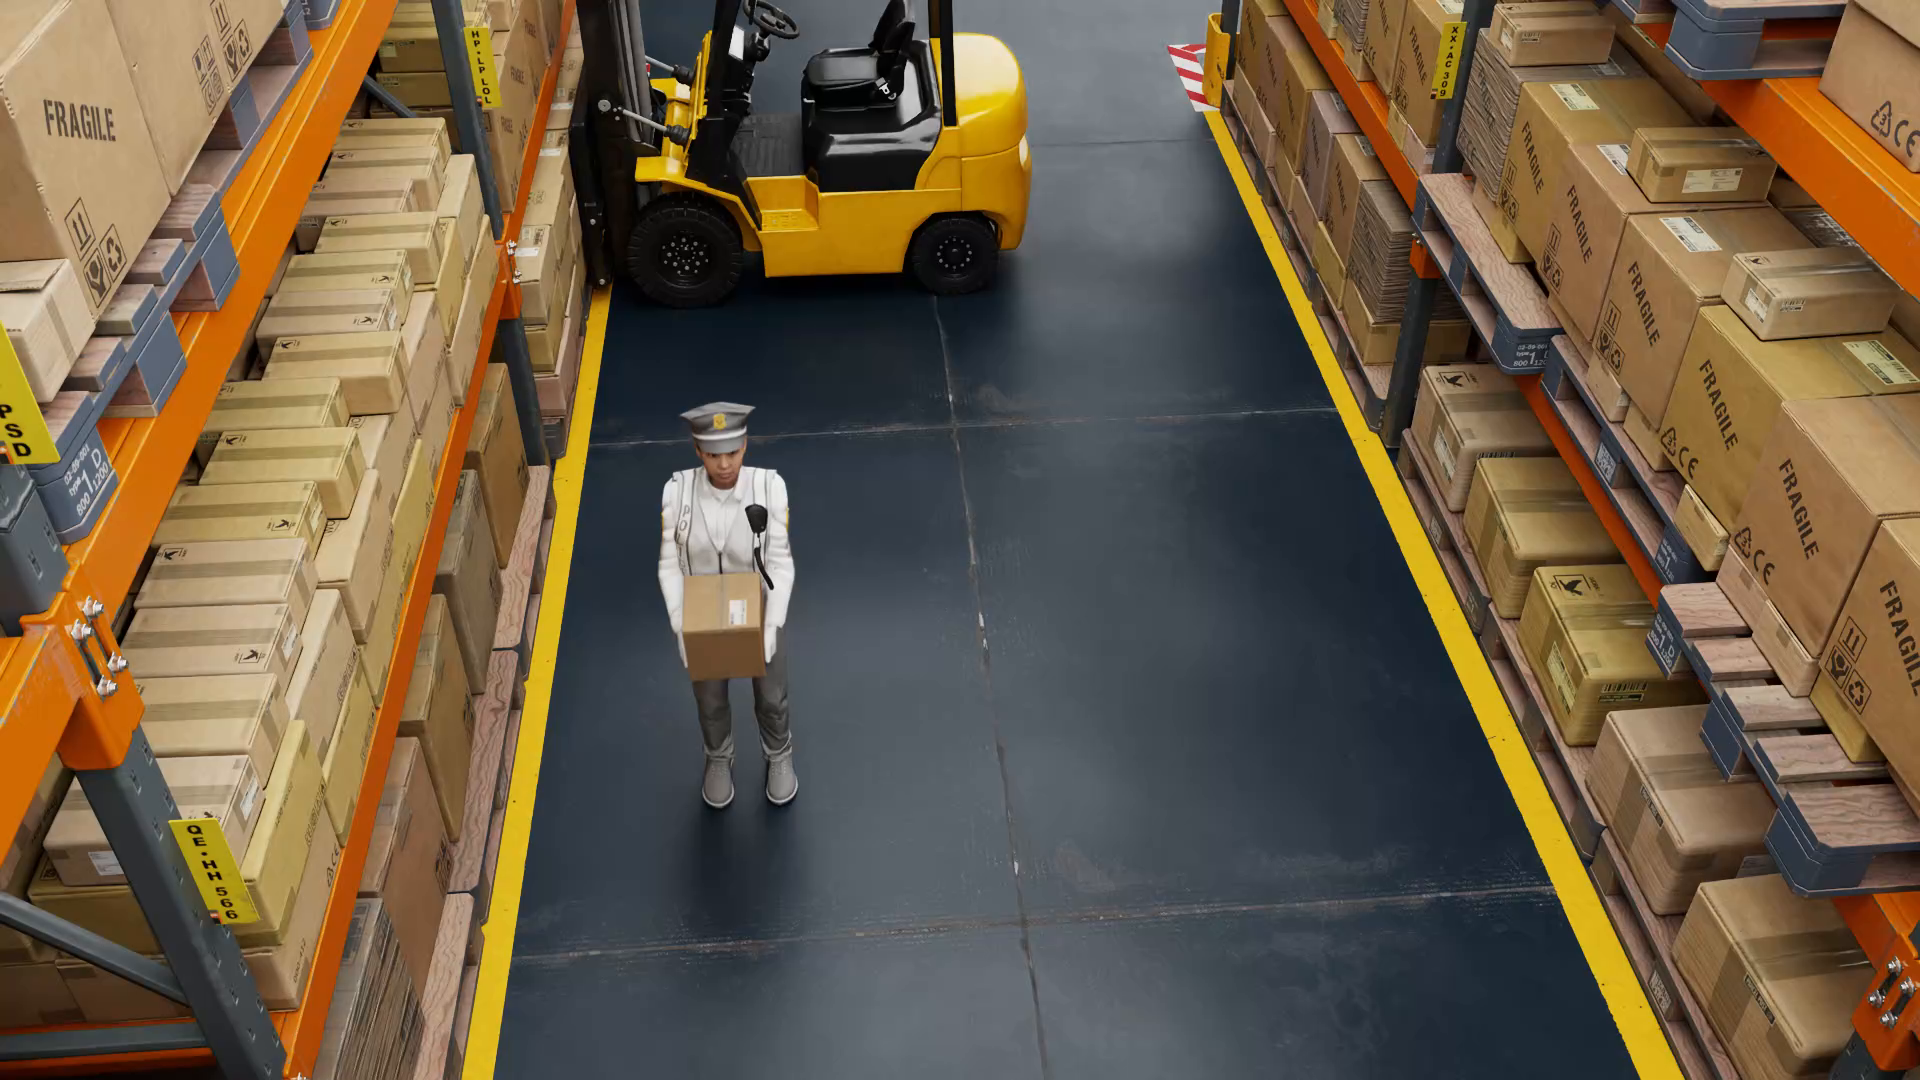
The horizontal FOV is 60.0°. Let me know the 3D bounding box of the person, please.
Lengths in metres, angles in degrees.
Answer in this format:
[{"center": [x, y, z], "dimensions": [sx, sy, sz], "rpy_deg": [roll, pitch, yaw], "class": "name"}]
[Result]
[{"center": [-0.791, 0.286, 5.785], "dimensions": [0.460, 1.686, 0.557], "rpy_deg": [-3, 39, -4], "class": "person"}]
